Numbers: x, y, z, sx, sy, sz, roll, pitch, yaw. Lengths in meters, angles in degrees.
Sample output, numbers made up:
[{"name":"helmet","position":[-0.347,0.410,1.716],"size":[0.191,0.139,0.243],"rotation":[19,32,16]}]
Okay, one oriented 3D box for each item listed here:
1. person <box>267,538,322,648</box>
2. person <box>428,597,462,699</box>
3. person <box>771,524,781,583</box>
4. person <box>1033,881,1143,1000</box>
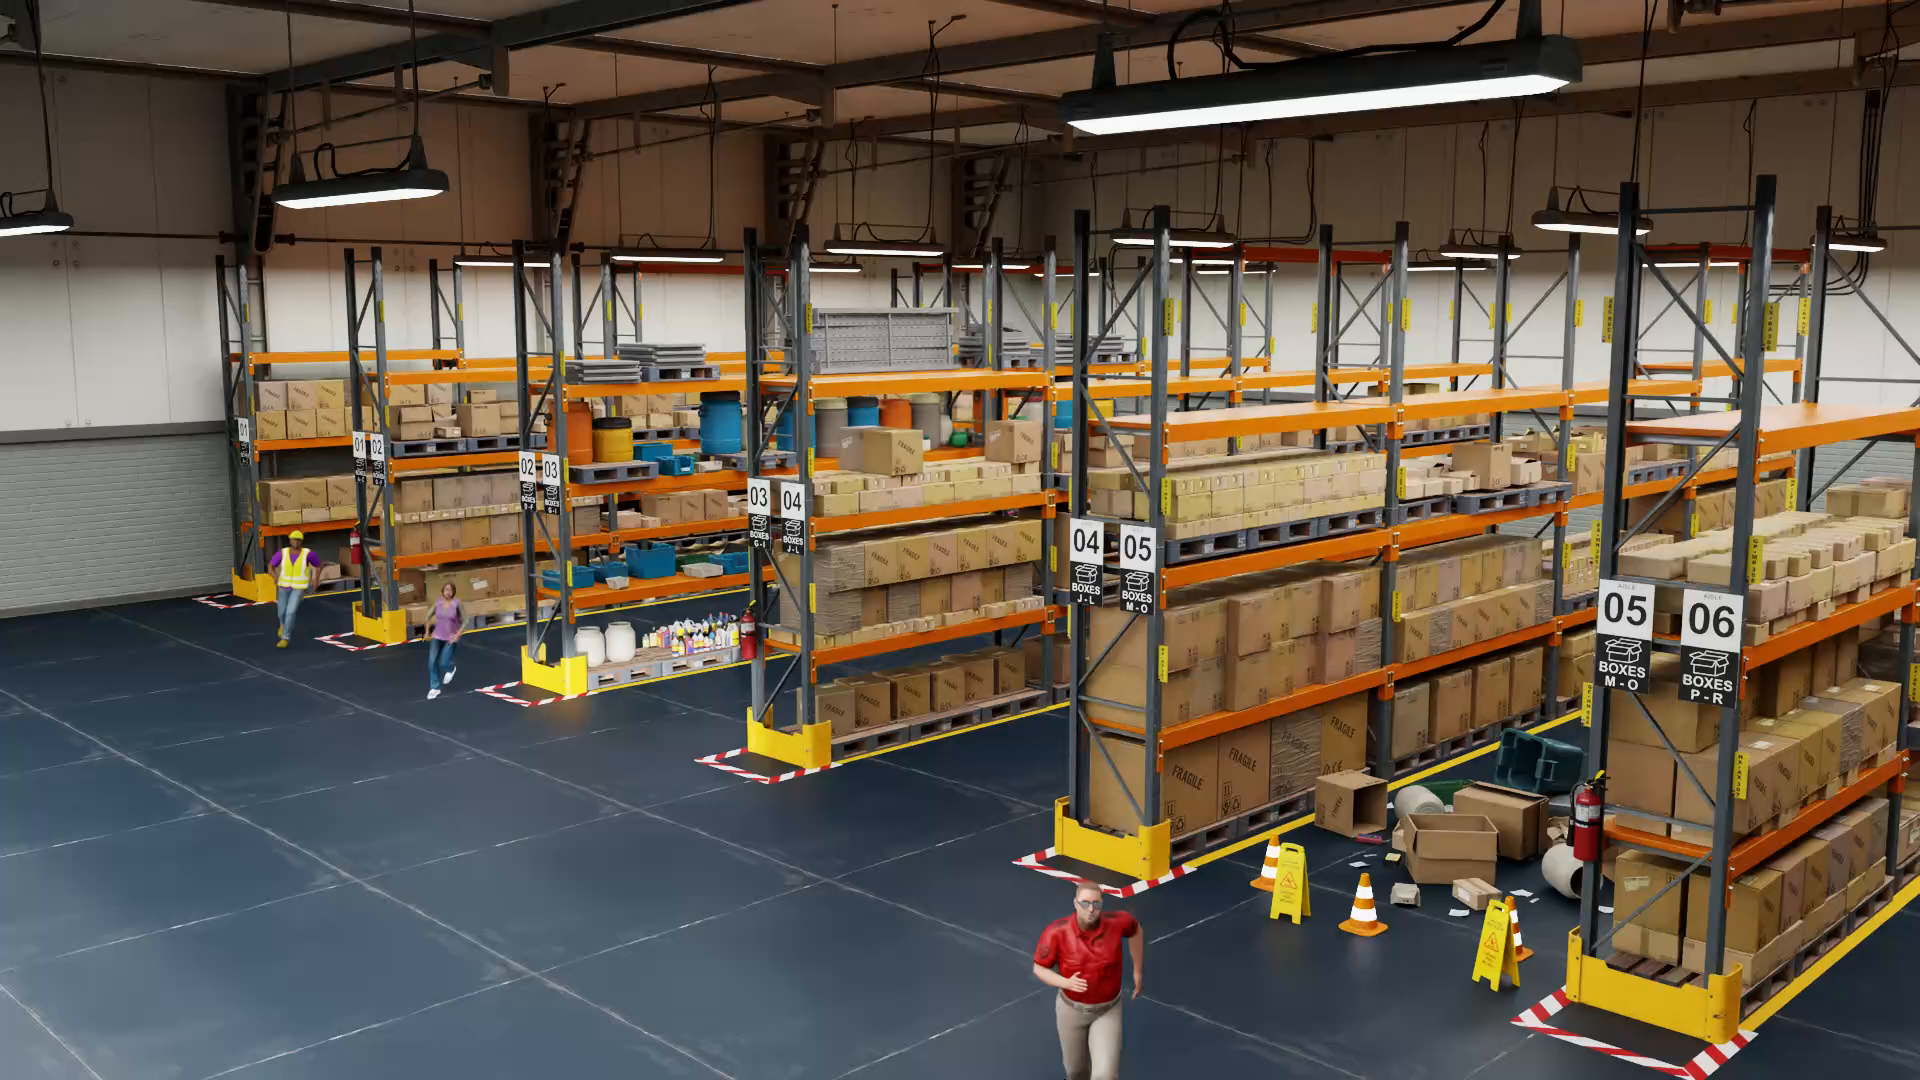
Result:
[{"name":"person","position":[-10.147,0.739,25.342],"size":[0.765,1.690,0.948],"rotation":[-2,8,-11]},{"name":"person","position":[-6.808,1.409,22.080],"size":[0.434,1.332,0.544],"rotation":[1,8,4]},{"name":"person","position":[-2.995,-0.031,28.520],"size":[0.509,1.523,0.692],"rotation":[6,10,35]},{"name":"person","position":[0.786,2.456,9.982],"size":[0.687,0.830,0.645],"rotation":[0,8,0]}]
